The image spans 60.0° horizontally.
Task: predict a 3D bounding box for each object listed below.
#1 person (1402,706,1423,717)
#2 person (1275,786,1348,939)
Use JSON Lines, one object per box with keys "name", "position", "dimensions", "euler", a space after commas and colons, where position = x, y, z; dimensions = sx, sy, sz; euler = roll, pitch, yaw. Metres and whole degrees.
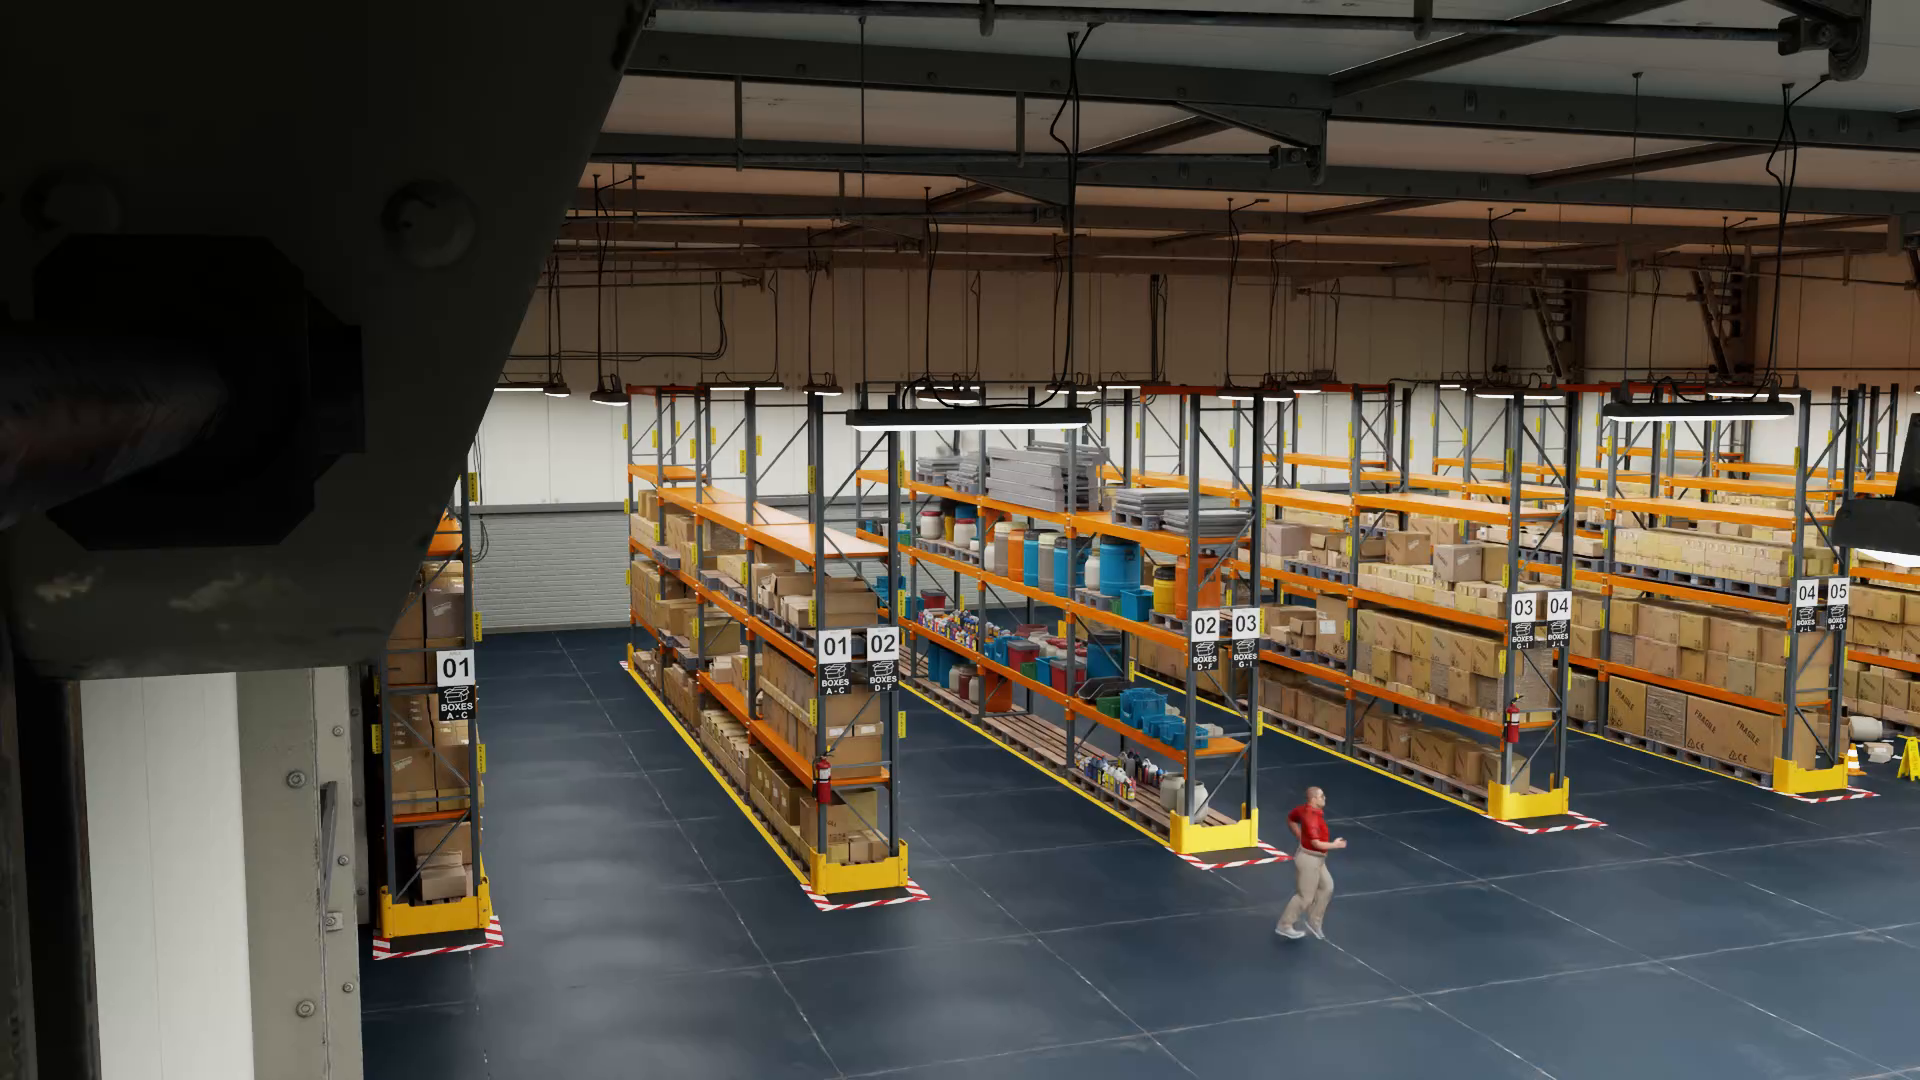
{"name": "person", "position": [8.089, 2.526, 29.626], "dimensions": [0.562, 1.236, 0.562], "euler": [-3, 6, -24]}
{"name": "person", "position": [3.888, 3.607, 18.372], "dimensions": [0.754, 1.816, 0.685], "euler": [1, 6, 8]}
